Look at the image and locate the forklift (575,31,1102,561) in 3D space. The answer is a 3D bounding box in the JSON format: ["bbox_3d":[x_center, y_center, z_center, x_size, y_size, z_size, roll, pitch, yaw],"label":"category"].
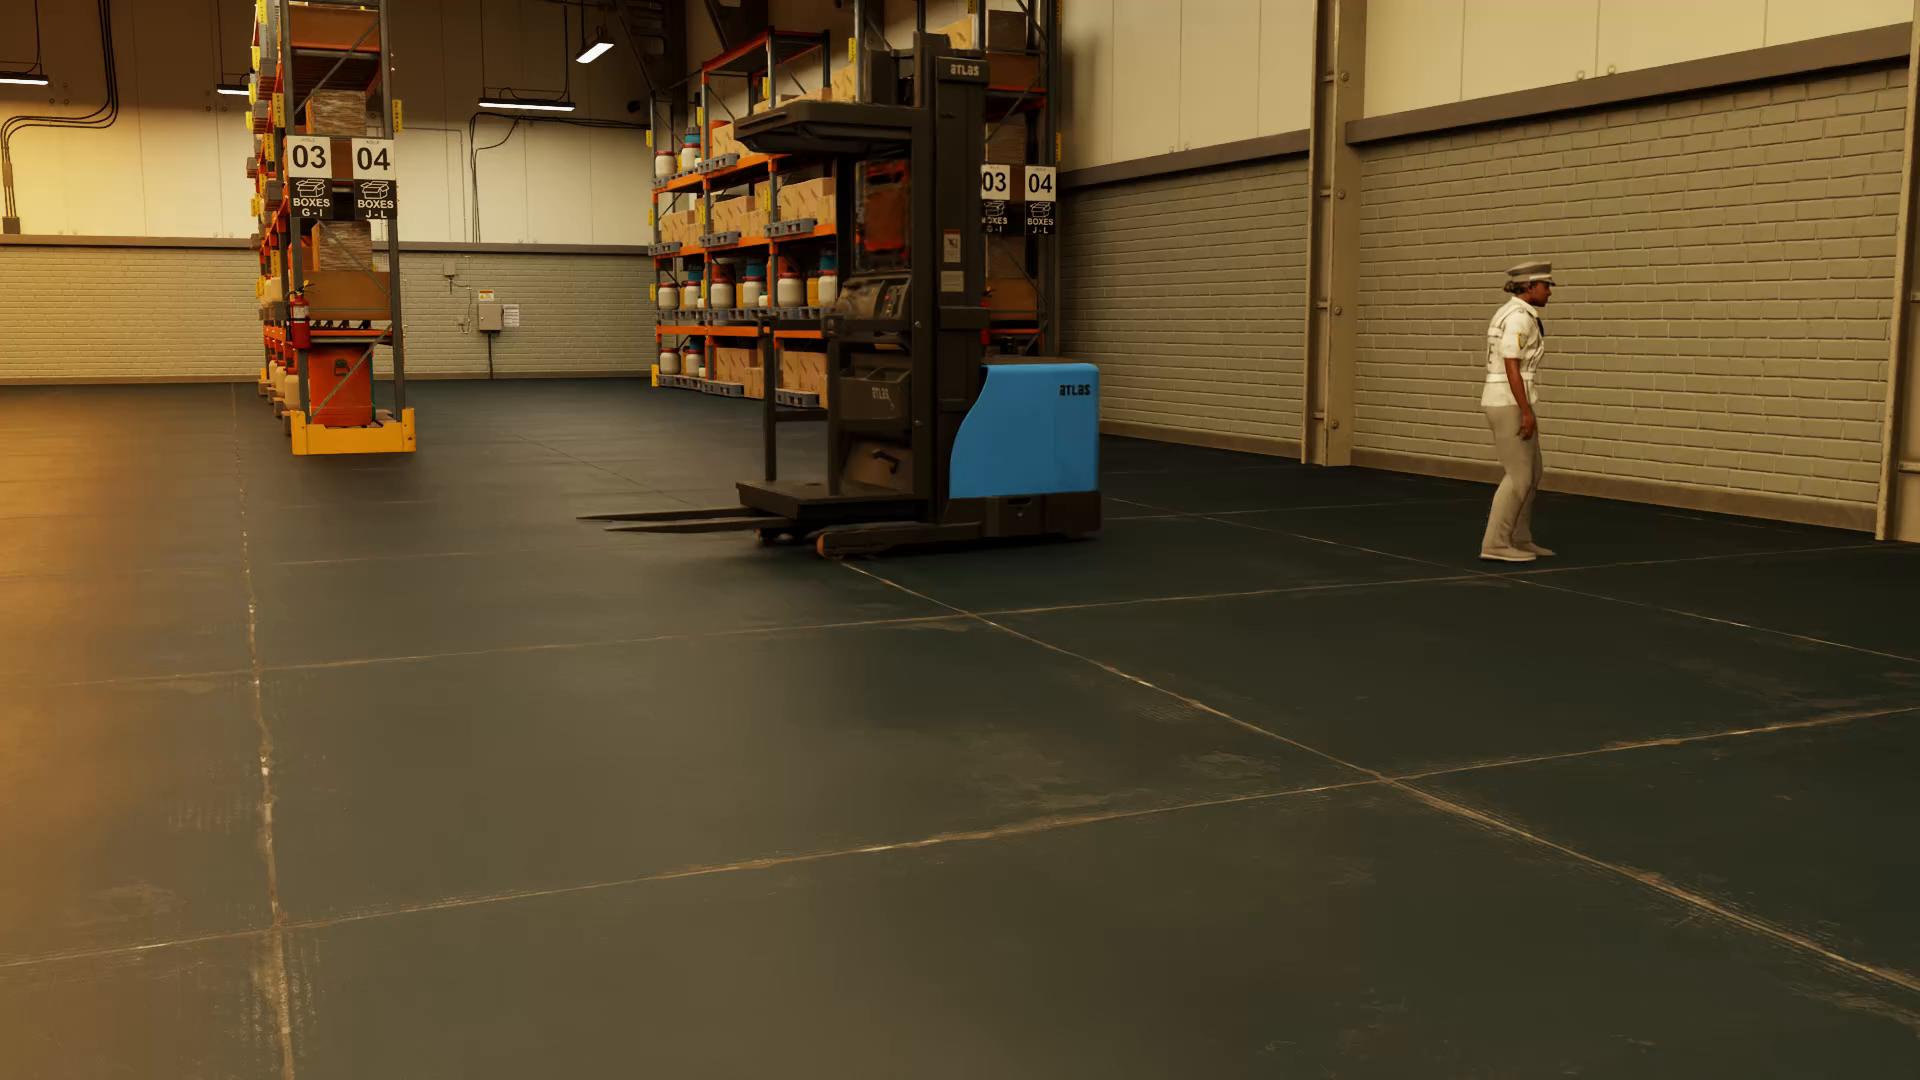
[{"bbox_3d":[-0.690,-1.415,9.673,3.031,2.935,1.130,-4,8,-27],"label":"forklift"}]

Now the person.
[{"bbox_3d":[3.130,-0.703,9.267,0.436,1.673,0.519,2,8,16],"label":"person"}]
